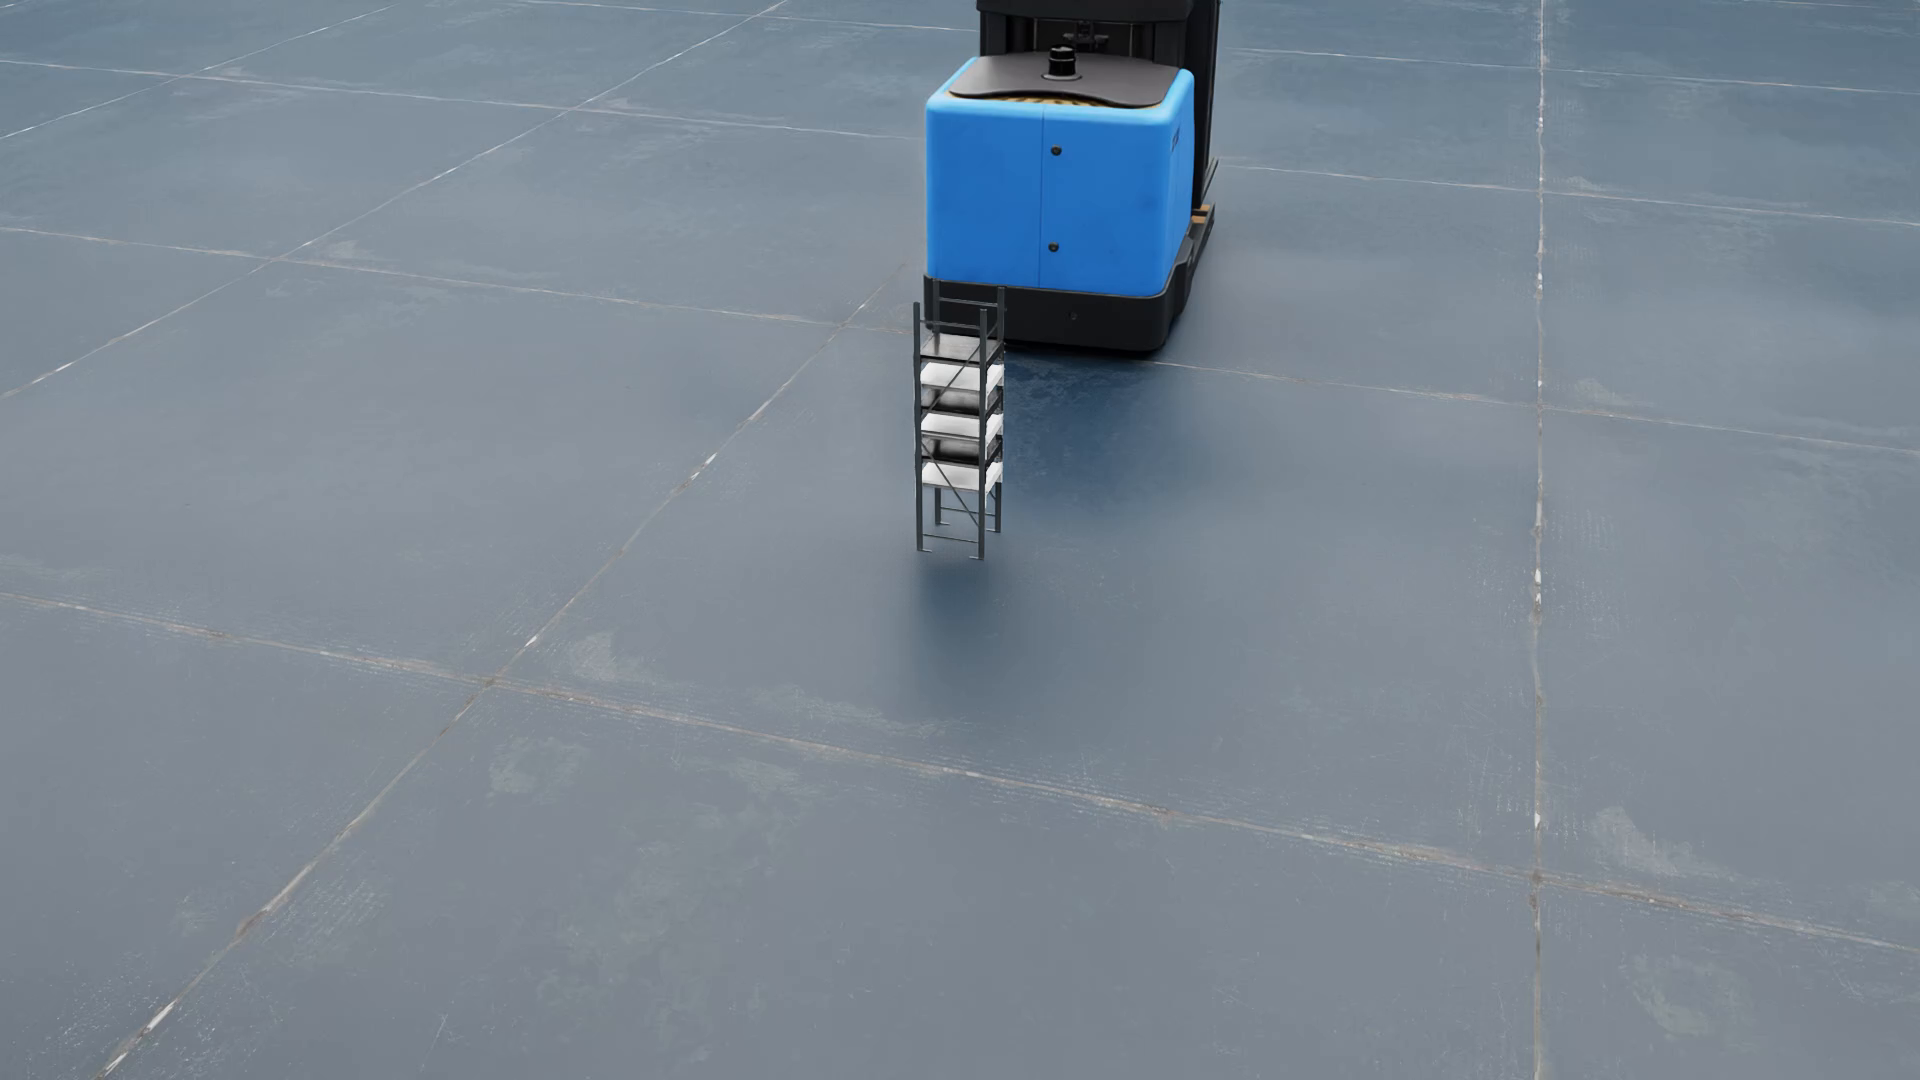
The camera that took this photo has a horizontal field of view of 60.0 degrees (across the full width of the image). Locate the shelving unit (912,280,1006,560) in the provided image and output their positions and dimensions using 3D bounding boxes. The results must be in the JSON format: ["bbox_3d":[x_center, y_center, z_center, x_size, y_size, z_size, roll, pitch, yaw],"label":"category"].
[{"bbox_3d":[-0.002,-0.389,5.524,0.258,0.900,0.210,8,30,15],"label":"shelving unit"}]

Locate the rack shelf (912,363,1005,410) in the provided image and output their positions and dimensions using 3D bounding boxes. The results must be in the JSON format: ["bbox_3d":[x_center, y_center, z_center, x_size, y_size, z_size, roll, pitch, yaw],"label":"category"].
[{"bbox_3d":[-0.002,-0.518,5.453,0.258,0.077,0.200,8,30,15],"label":"rack shelf"}]

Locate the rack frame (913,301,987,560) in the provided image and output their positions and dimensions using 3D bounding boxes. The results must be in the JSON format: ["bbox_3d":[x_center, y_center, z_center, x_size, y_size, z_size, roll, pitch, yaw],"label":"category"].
[{"bbox_3d":[-0.032,-0.342,5.440,0.240,0.900,0.006,8,30,15],"label":"rack frame"}]

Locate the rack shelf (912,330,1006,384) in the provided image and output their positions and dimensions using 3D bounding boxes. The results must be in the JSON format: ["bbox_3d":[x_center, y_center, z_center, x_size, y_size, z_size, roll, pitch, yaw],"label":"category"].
[{"bbox_3d":[-0.002,-0.596,5.409,0.258,0.077,0.200,8,30,15],"label":"rack shelf"}]

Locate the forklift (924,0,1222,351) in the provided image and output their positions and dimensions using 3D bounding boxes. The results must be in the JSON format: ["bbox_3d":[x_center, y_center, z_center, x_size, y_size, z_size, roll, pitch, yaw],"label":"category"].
[{"bbox_3d":[0.691,-2.782,7.735,1.130,2.935,3.031,7,30,12],"label":"forklift"}]

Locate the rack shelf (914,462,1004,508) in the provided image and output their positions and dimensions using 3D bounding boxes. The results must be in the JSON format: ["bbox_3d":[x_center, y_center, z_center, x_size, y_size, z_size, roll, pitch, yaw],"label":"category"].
[{"bbox_3d":[-0.002,-0.203,5.628,0.258,0.077,0.200,8,30,15],"label":"rack shelf"}]

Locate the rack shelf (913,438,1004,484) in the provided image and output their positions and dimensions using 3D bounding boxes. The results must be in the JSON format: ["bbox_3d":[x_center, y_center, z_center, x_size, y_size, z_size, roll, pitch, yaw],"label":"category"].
[{"bbox_3d":[-0.002,-0.282,5.584,0.258,0.077,0.200,8,30,15],"label":"rack shelf"}]

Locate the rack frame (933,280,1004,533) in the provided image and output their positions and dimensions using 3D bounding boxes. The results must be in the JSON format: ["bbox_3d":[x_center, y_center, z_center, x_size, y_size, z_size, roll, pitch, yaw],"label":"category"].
[{"bbox_3d":[0.027,-0.437,5.609,0.240,0.900,0.006,8,30,15],"label":"rack frame"}]

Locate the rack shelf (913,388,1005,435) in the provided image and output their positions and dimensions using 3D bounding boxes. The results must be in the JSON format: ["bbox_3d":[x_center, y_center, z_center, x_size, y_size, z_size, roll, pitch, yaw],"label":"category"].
[{"bbox_3d":[-0.002,-0.439,5.497,0.258,0.077,0.200,8,30,15],"label":"rack shelf"}]

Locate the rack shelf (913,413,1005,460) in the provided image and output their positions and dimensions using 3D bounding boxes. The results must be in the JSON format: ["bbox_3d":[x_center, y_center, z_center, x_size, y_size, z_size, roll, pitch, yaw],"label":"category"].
[{"bbox_3d":[-0.002,-0.360,5.541,0.258,0.077,0.200,8,30,15],"label":"rack shelf"}]
